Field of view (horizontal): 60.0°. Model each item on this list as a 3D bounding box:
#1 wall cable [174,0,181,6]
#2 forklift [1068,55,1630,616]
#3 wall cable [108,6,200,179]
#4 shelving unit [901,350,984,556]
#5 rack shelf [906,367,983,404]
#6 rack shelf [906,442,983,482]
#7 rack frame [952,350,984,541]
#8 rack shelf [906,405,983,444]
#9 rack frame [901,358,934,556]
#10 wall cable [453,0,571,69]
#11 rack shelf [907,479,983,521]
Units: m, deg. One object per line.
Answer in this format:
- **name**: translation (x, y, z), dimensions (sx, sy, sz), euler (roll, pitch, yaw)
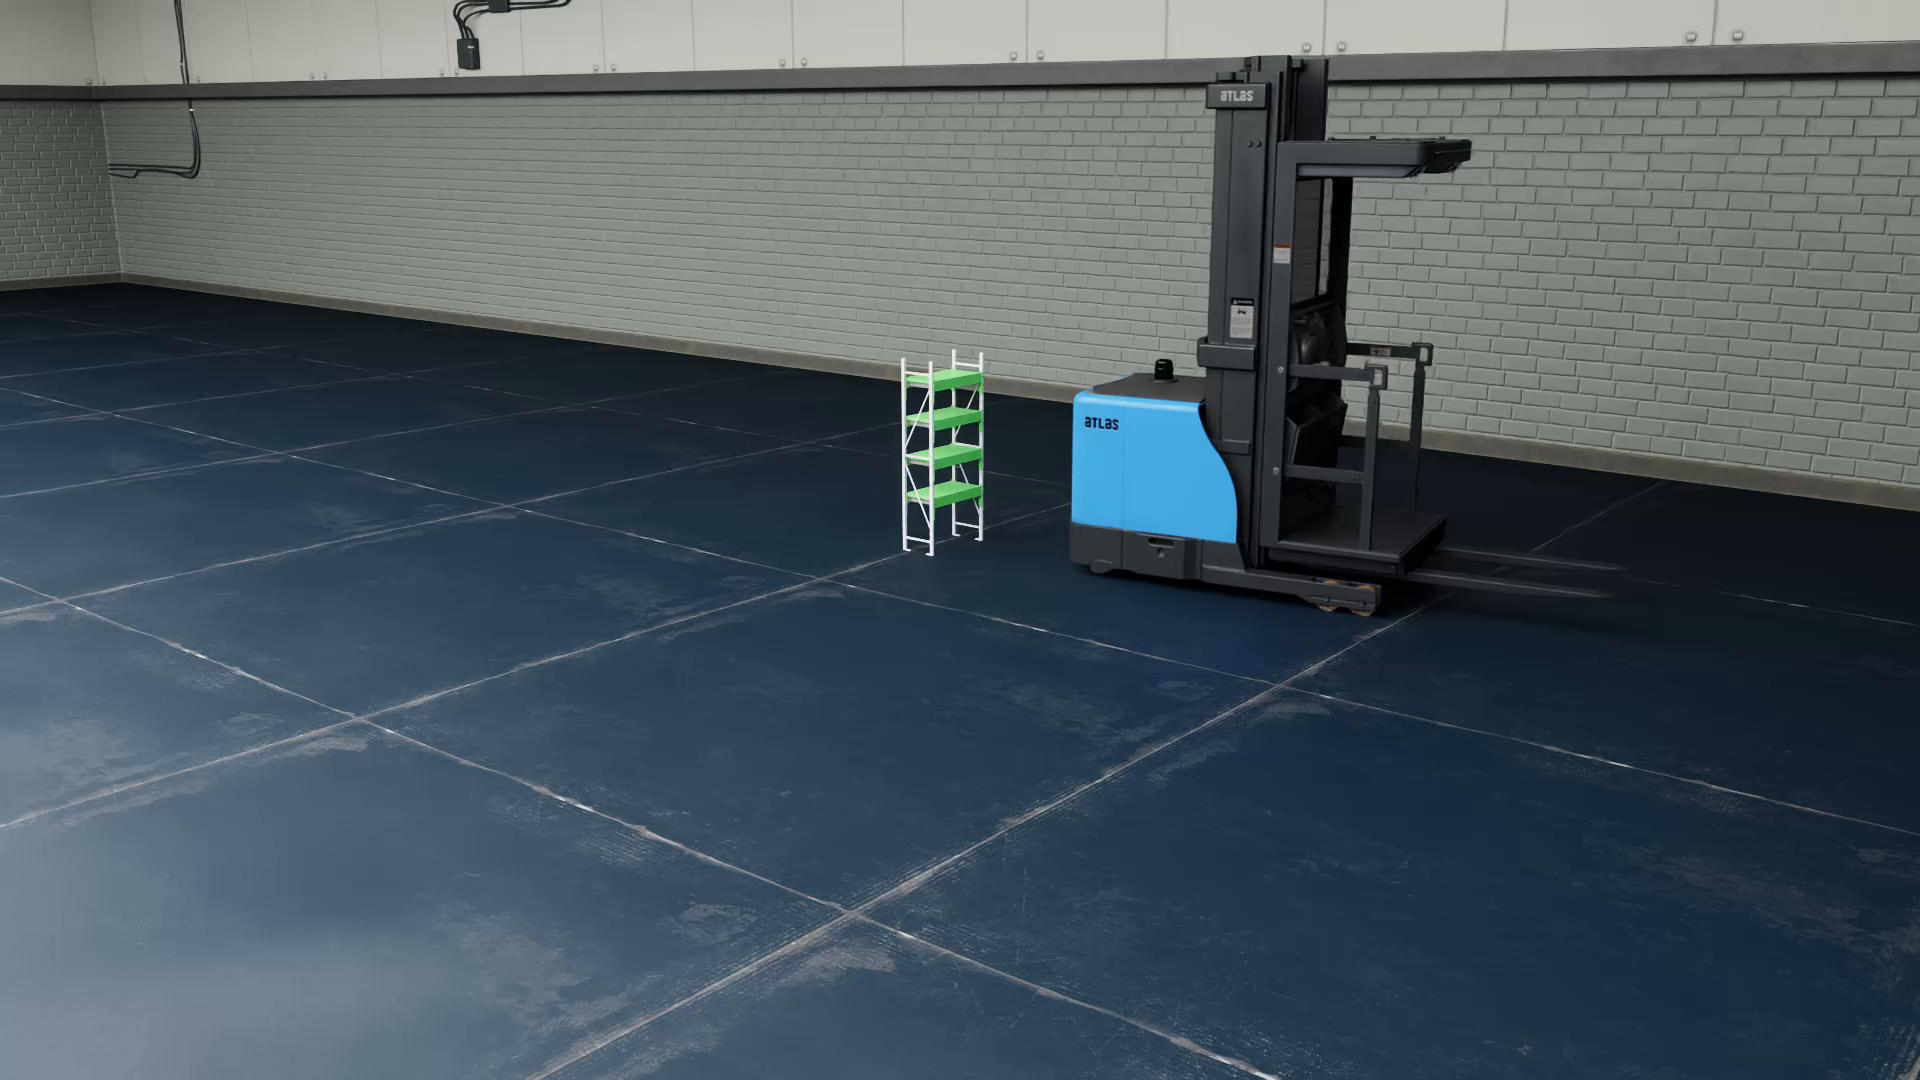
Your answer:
- **wall cable**: translation (-10.530, -8.892, 23.396), dimensions (3.097, 2.526, 0.112), euler (11, 18, 38)
- **forklift**: translation (2.184, -1.158, 9.227), dimensions (3.031, 2.935, 1.130), euler (8, 16, 28)
- **wall cable**: translation (-12.634, -6.862, 25.666), dimensions (3.097, 2.526, 0.112), euler (11, 18, 38)
- **shelving unit**: translation (-0.104, -0.550, 10.350), dimensions (0.258, 1.200, 0.503), euler (11, 18, 38)
- **rack shelf**: translation (-0.104, -0.953, 10.248), dimensions (0.258, 0.148, 0.480), euler (11, 18, 38)
- **rack shelf**: translation (-0.104, -0.488, 10.366), dimensions (0.258, 0.148, 0.480), euler (11, 18, 38)
- **rack frame**: translation (0.049, -0.597, 10.534), dimensions (0.240, 1.200, 0.015), euler (11, 18, 38)
- **rack shelf**: translation (-0.104, -0.721, 10.307), dimensions (0.258, 0.148, 0.480), euler (11, 18, 38)
- **rack frame**: translation (-0.257, -0.503, 10.166), dimensions (0.240, 1.200, 0.015), euler (11, 18, 38)
- **wall cable**: translation (-5.260, -8.543, 19.070), dimensions (2.305, 6.003, 0.169), euler (11, 18, 38)
- **rack shelf**: translation (-0.104, -0.255, 10.425), dimensions (0.258, 0.148, 0.480), euler (11, 18, 38)
